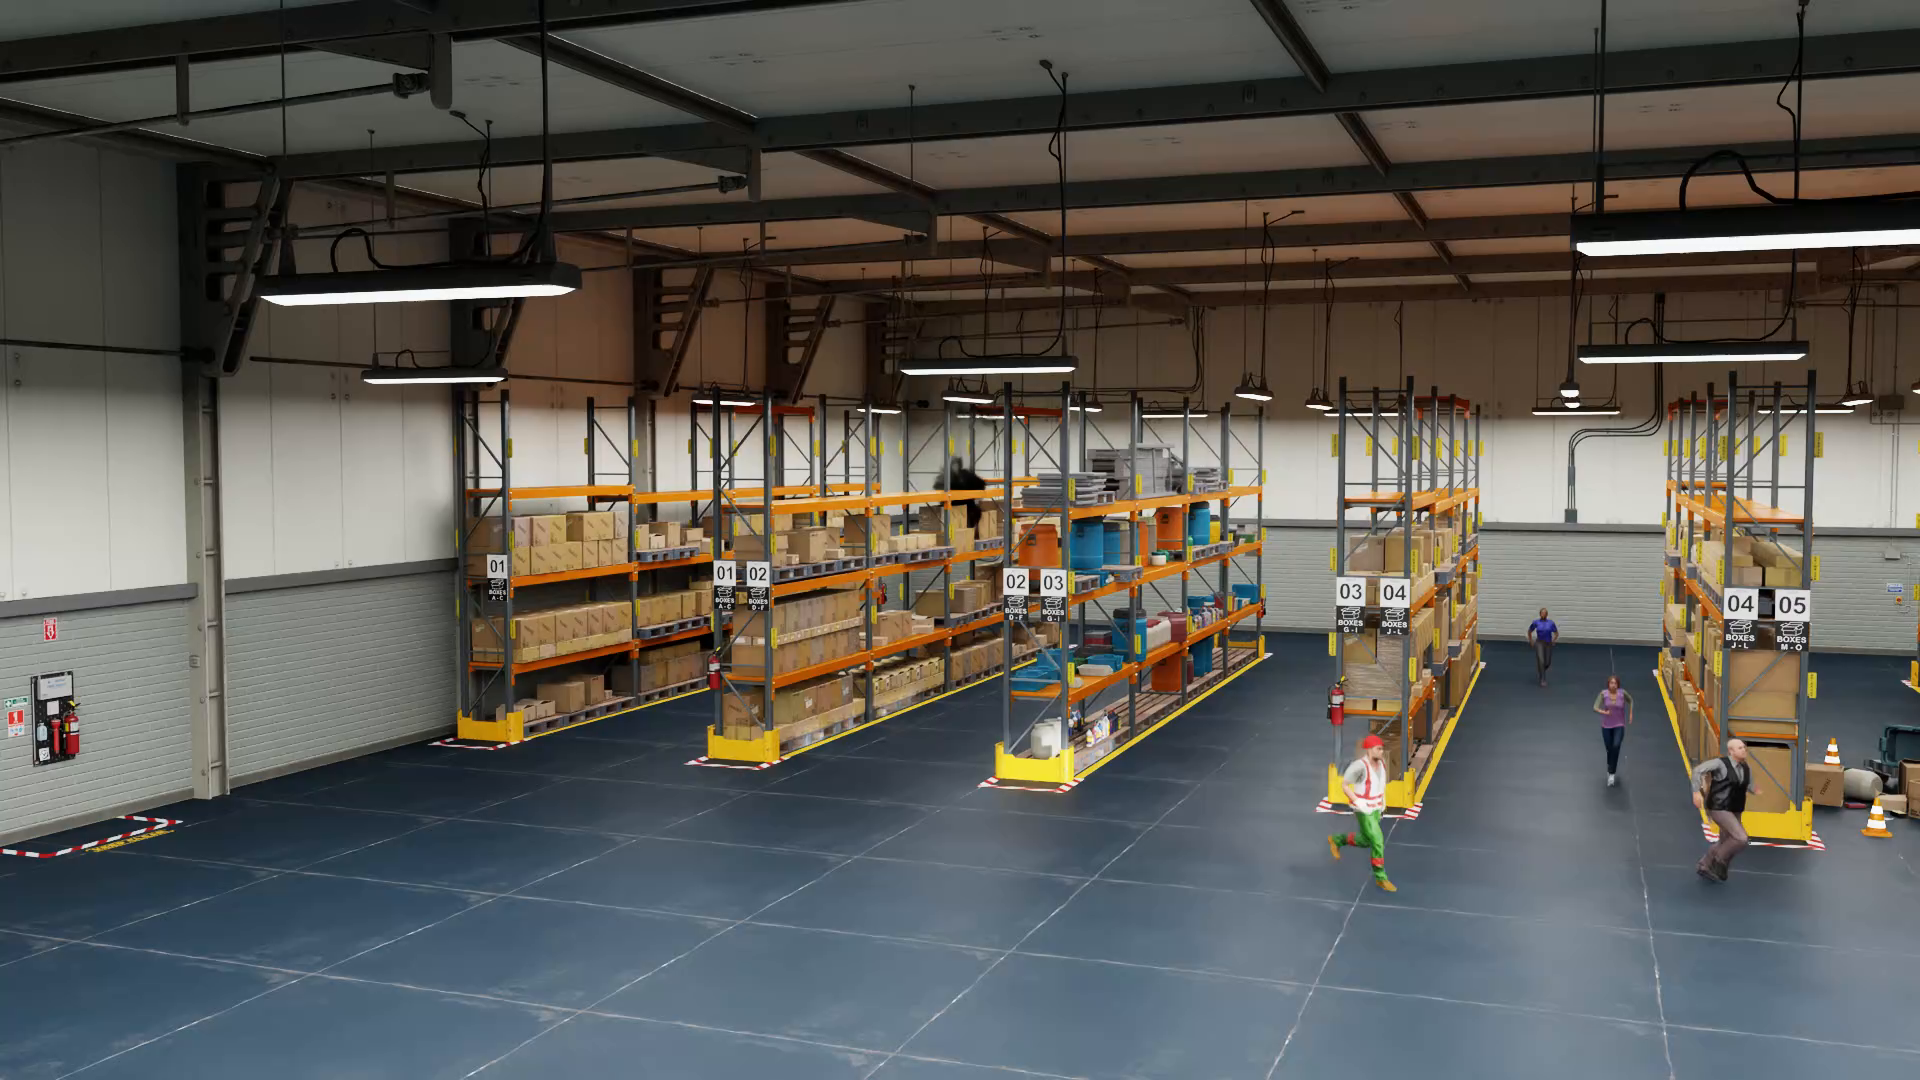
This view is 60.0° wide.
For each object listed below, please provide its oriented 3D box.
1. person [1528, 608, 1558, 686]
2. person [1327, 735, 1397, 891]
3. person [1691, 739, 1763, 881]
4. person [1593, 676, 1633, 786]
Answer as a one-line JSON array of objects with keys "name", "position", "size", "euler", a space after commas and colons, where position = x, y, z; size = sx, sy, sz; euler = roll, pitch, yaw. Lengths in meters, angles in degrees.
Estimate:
[{"name": "person", "position": [12.377, 2.267, 35.287], "size": [0.614, 1.651, 0.669], "euler": [1, 3, 9]}, {"name": "person", "position": [4.610, 3.096, 19.118], "size": [0.664, 1.766, 0.945], "euler": [-3, 4, -42]}, {"name": "person", "position": [8.776, 3.098, 18.984], "size": [0.690, 1.668, 0.760], "euler": [-1, 3, -25]}, {"name": "person", "position": [9.815, 2.834, 25.003], "size": [0.562, 1.618, 0.849], "euler": [1, 3, 21]}]
